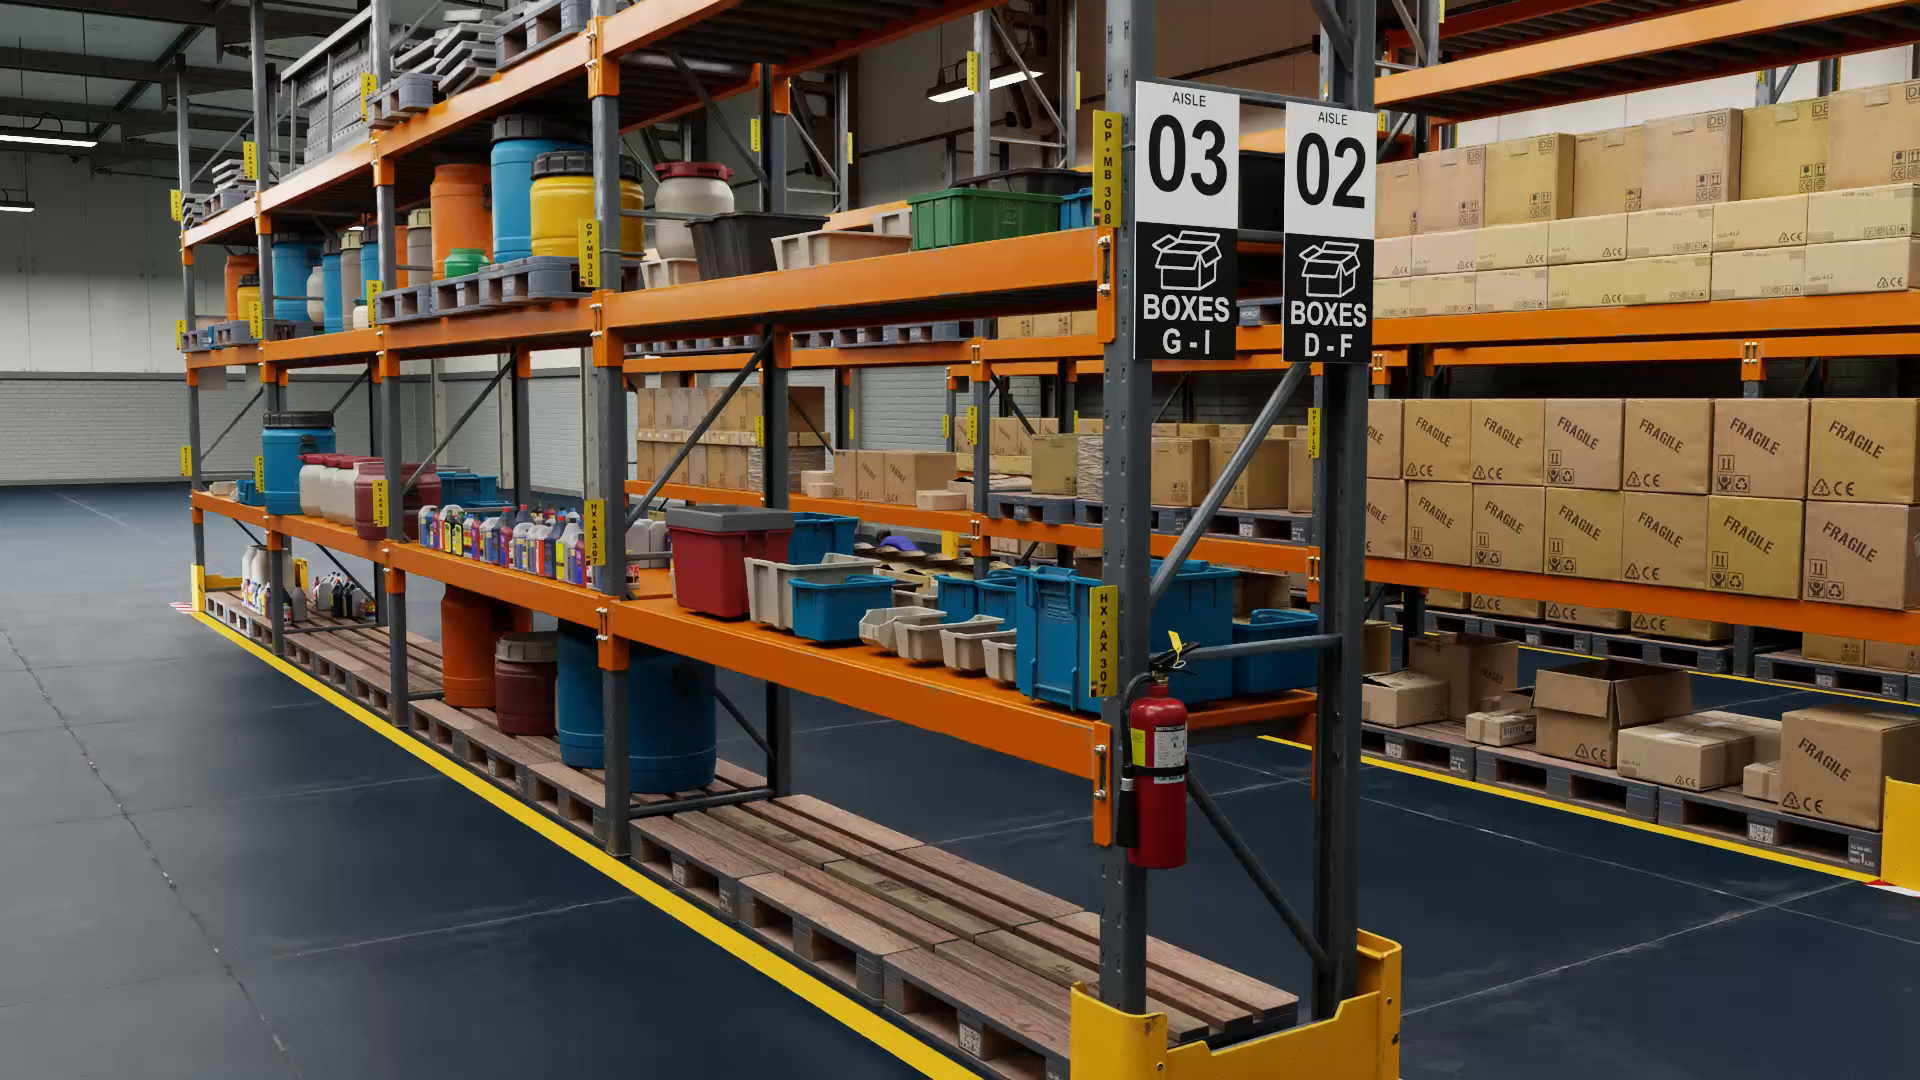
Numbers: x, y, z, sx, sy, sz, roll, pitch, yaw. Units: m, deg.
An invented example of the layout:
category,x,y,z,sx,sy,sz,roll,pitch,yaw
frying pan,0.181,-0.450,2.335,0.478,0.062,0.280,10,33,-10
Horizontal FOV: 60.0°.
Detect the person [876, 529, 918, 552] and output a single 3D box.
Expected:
category,x,y,z,sx,sy,sz,roll,pitch,yaw
person,-0.696,0.297,19.342,0.480,0.797,0.812,-3,6,-34
